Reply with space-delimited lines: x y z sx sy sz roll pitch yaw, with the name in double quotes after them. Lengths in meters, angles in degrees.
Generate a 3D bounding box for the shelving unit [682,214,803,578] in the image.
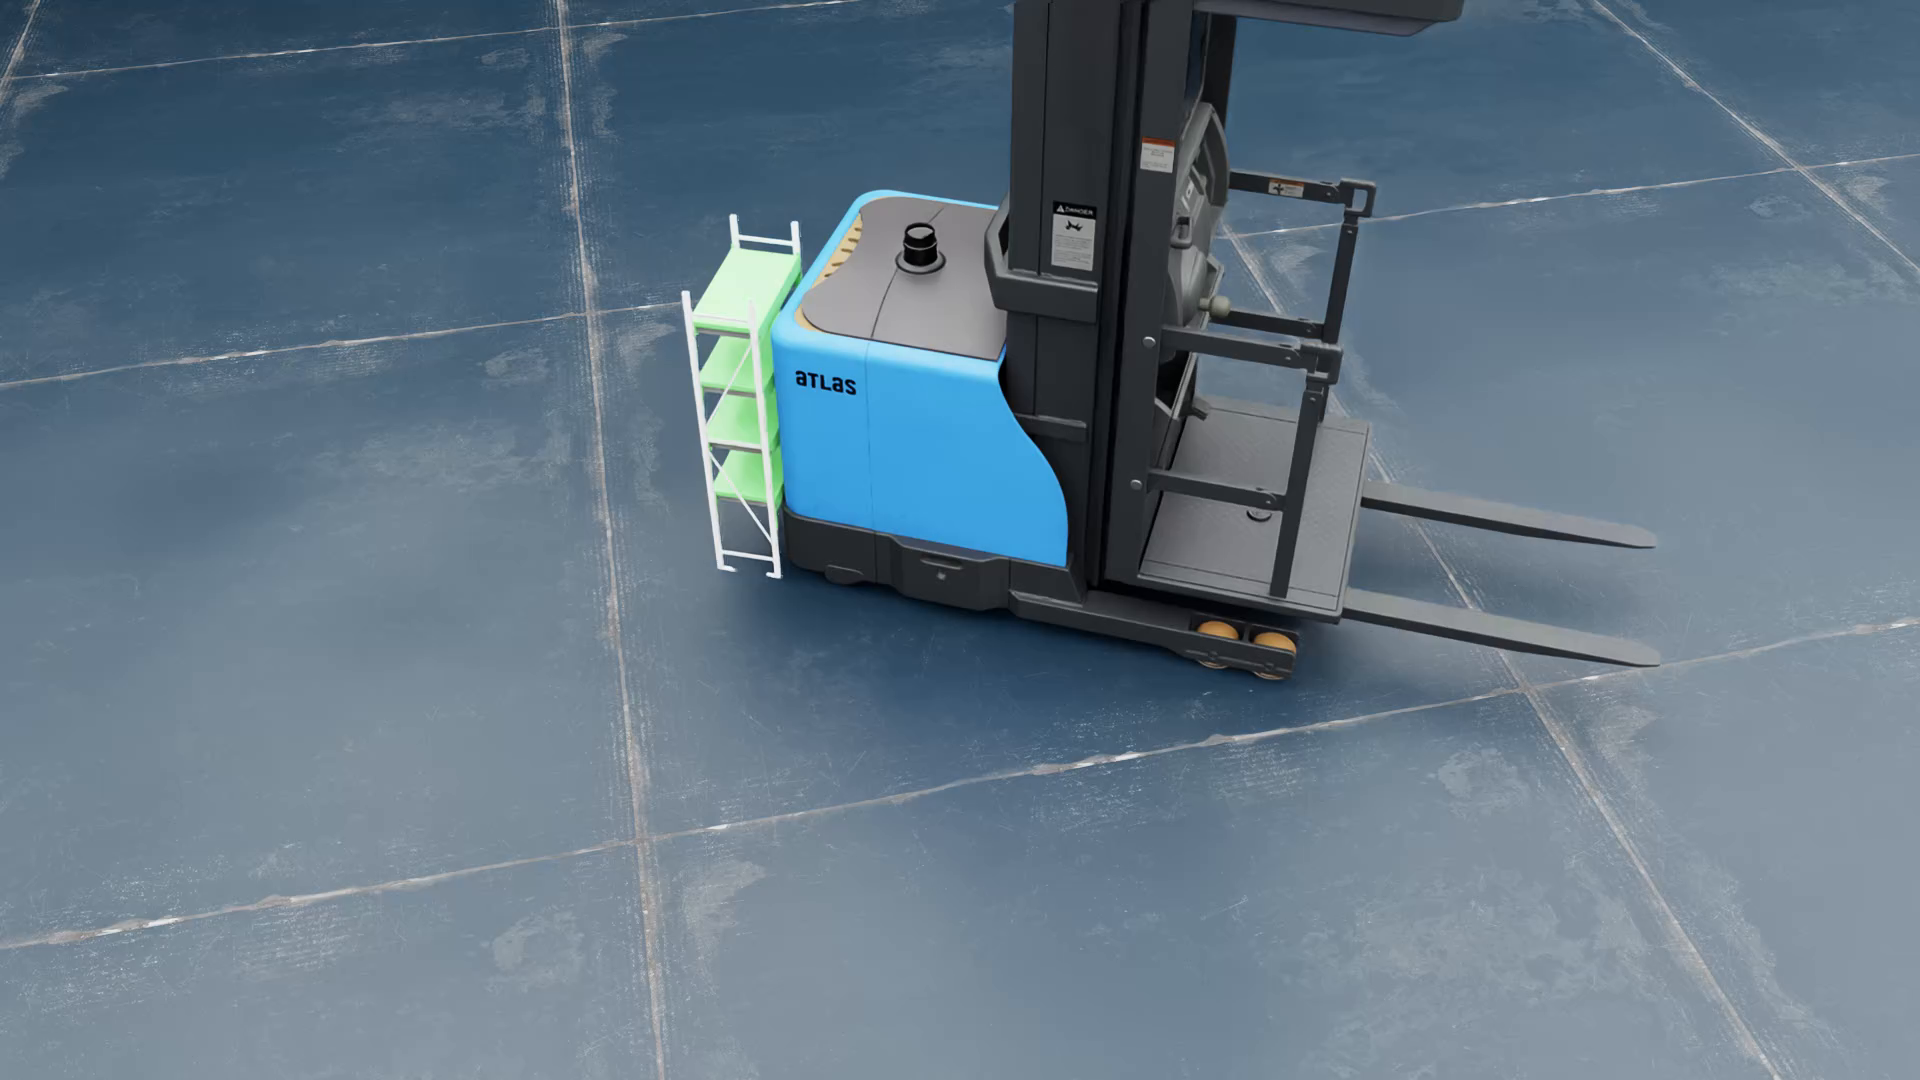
-0.722 -0.488 5.896 0.258 1.200 0.503 8 42 9 "shelving unit"

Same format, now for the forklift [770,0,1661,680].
0.937 -1.012 5.182 3.031 2.935 1.130 11 43 12 "forklift"

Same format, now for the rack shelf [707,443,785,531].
-0.722 -0.261 6.098 0.258 0.148 0.480 8 42 9 "rack shelf"

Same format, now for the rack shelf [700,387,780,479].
-0.722 -0.440 5.939 0.258 0.148 0.480 8 42 9 "rack shelf"

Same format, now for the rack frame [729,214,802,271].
-0.670 -0.646 6.074 0.240 1.200 0.015 8 42 9 "rack frame"

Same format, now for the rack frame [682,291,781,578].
-0.774 -0.330 5.718 0.240 1.200 0.015 8 42 9 "rack frame"

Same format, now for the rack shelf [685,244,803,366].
-0.722 -0.799 5.620 0.258 0.148 0.480 8 42 9 "rack shelf"

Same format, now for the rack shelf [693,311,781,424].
-0.722 -0.620 5.779 0.258 0.148 0.480 8 42 9 "rack shelf"
